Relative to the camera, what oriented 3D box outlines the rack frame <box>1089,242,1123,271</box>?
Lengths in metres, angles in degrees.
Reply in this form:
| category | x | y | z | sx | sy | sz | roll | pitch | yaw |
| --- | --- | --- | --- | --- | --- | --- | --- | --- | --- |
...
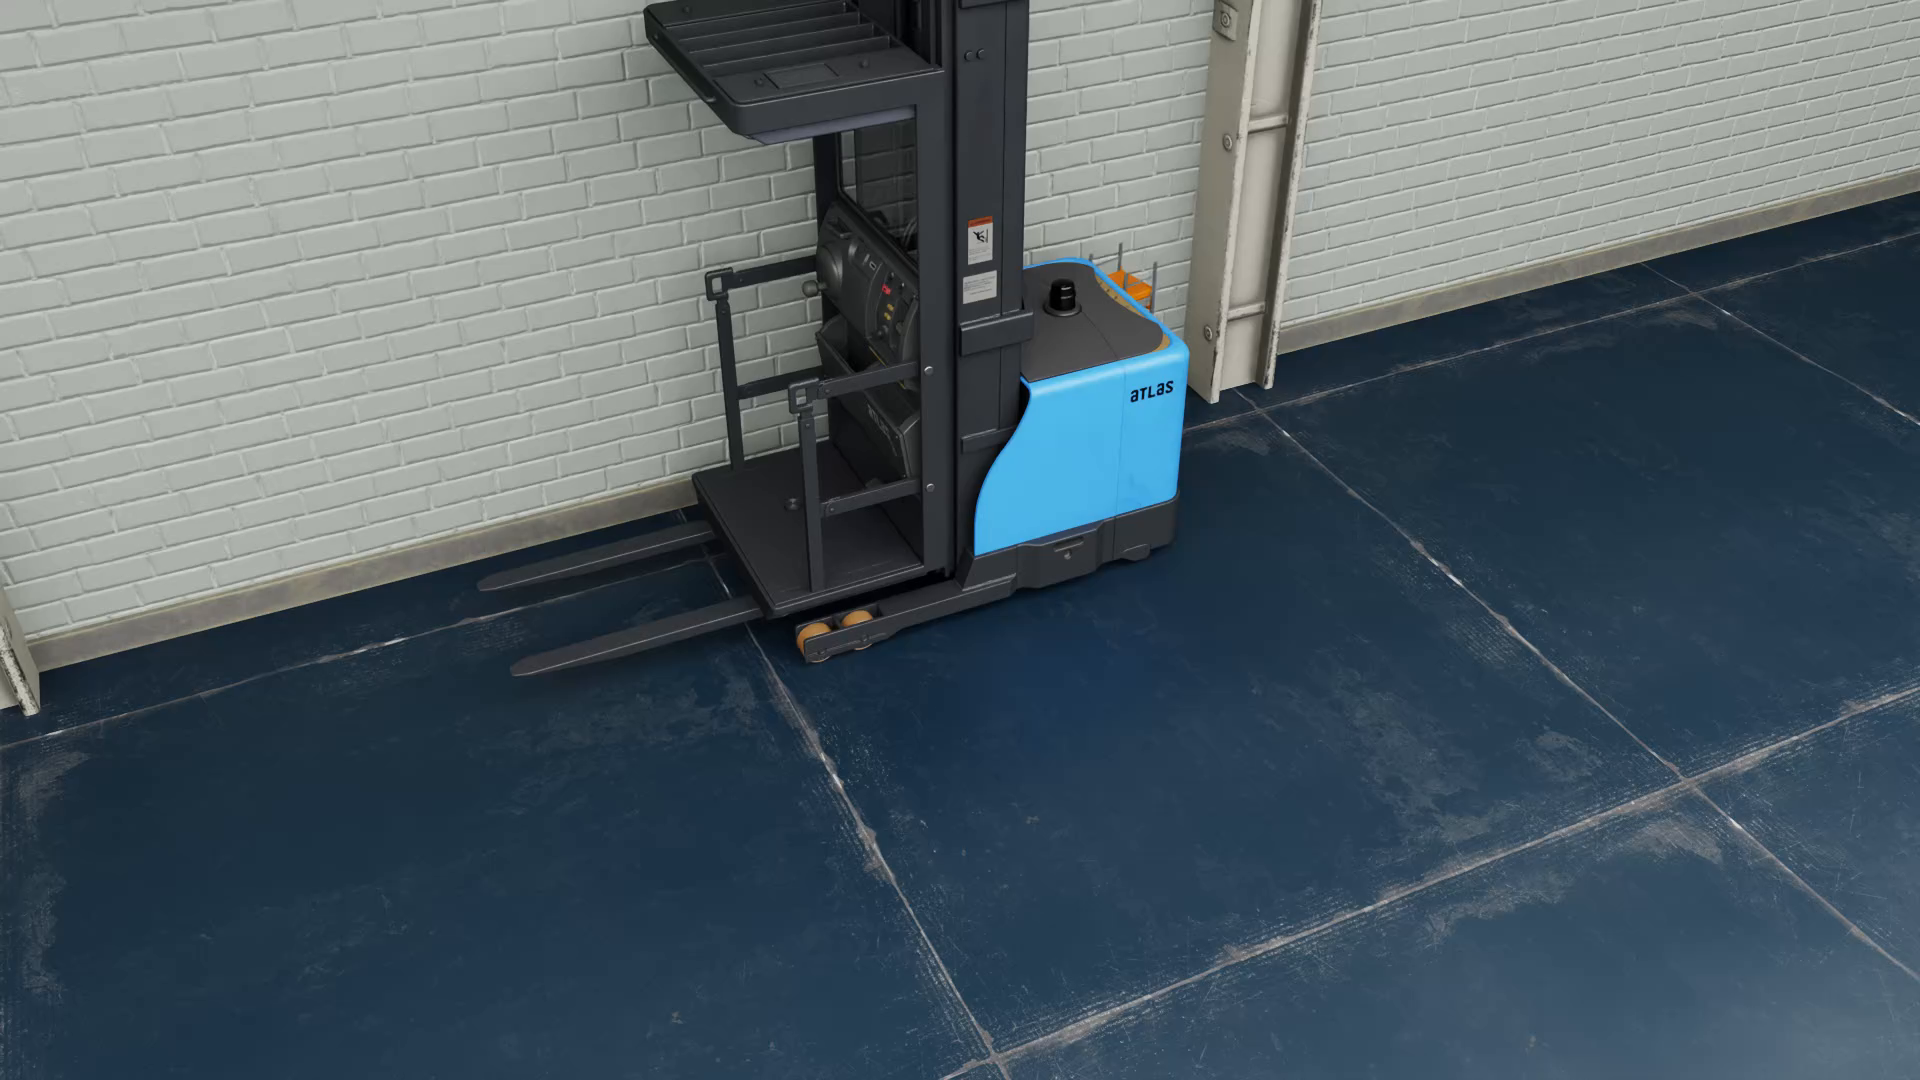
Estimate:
| category | x | y | z | sx | sy | sz | roll | pitch | yaw |
| --- | --- | --- | --- | --- | --- | --- | --- | --- | --- |
| rack frame | 0.692 | -0.954 | 8.154 | 0.200 | 1.050 | 0.008 | -24 | 43 | -29 |

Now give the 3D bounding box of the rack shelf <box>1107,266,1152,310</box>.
| category | x | y | z | sx | sy | sz | roll | pitch | yaw |
| --- | --- | --- | --- | --- | --- | --- | --- | --- | --- |
| rack shelf | 0.764 | -1.115 | 7.912 | 0.215 | 0.259 | 0.240 | -24 | 43 | -29 |

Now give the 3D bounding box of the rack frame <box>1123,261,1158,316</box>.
| category | x | y | z | sx | sy | sz | roll | pitch | yaw |
| --- | --- | --- | --- | --- | --- | --- | --- | --- | --- |
| rack frame | 0.838 | -0.838 | 7.997 | 0.200 | 1.050 | 0.008 | -24 | 43 | -29 |

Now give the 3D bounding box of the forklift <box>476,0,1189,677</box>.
| category | x | y | z | sx | sy | sz | roll | pitch | yaw |
| --- | --- | --- | --- | --- | --- | --- | --- | --- | --- |
| forklift | -0.563 | -1.019 | 6.663 | 3.031 | 2.935 | 1.130 | -16 | 39 | -20 |

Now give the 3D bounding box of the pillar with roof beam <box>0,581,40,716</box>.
| category | x | y | z | sx | sy | sz | roll | pitch | yaw |
| --- | --- | --- | --- | --- | --- | --- | --- | --- | --- |
| pillar with roof beam | -2.179 | -0.621 | 1.033 | 0.400 | 9.000 | 9.100 | -16 | 39 | -20 |

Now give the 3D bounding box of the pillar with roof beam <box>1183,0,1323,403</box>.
| category | x | y | z | sx | sy | sz | roll | pitch | yaw |
| --- | --- | --- | --- | --- | --- | --- | --- | --- | --- |
| pillar with roof beam | 3.253 | -2.140 | 3.081 | 0.400 | 9.000 | 9.100 | -16 | 39 | -20 |

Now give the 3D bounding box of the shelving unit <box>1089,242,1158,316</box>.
| category | x | y | z | sx | sy | sz | roll | pitch | yaw |
| --- | --- | --- | --- | --- | --- | --- | --- | --- | --- |
| shelving unit | 0.765 | -0.896 | 8.075 | 0.215 | 1.050 | 0.252 | -24 | 43 | -29 |
